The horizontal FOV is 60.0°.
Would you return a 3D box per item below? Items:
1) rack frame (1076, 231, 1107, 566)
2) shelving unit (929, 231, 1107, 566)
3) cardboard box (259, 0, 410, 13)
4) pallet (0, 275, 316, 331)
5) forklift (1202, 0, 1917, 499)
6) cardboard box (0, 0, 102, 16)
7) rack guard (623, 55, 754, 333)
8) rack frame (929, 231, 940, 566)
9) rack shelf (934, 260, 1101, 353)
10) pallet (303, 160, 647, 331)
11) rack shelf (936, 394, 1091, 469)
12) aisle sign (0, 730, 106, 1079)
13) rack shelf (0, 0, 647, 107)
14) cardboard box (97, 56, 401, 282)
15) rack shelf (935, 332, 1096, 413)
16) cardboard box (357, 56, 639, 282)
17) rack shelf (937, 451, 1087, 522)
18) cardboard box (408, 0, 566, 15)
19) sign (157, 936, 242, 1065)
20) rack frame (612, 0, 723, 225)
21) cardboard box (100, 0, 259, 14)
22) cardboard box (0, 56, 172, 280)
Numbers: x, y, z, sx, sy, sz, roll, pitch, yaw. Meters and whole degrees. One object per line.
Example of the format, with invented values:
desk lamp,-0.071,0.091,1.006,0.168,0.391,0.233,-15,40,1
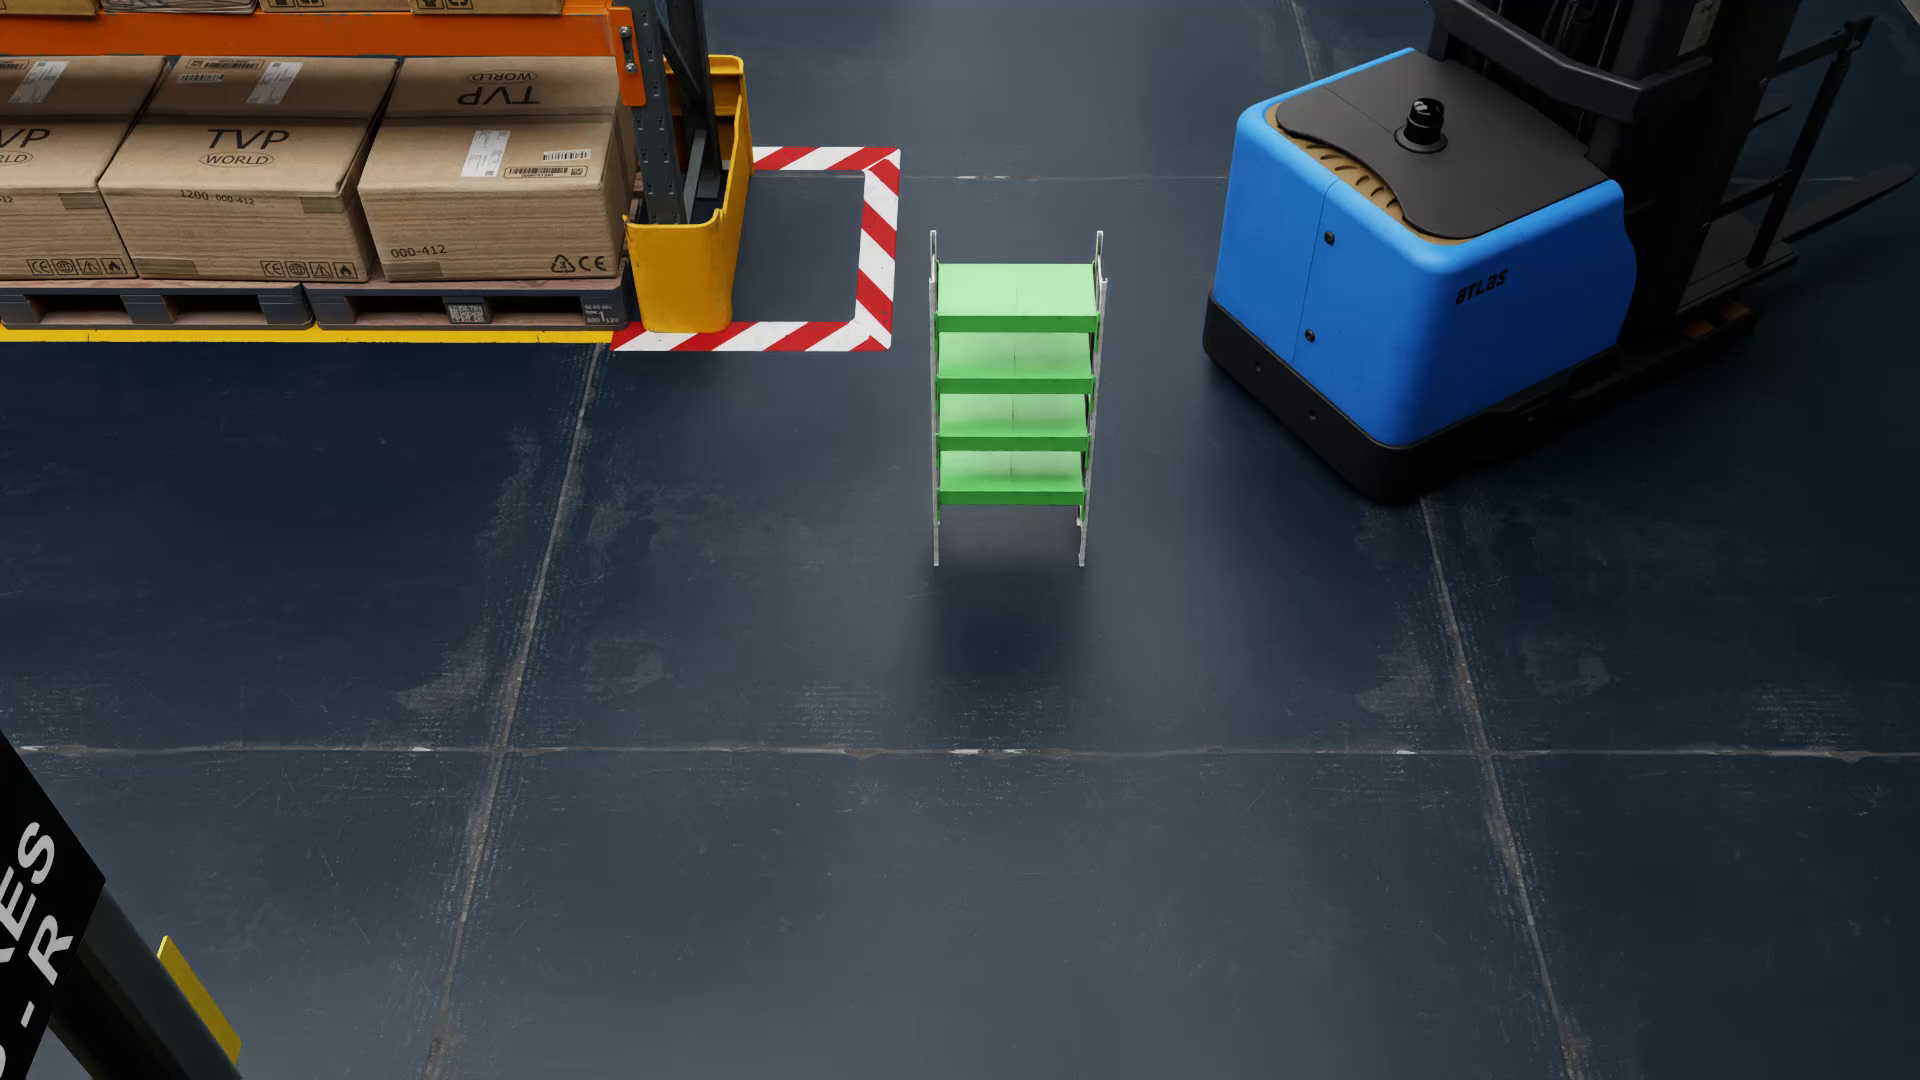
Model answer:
rack frame,0.410,-0.408,5.228,0.015,1.200,0.240,0,47,0
shelving unit,0.166,-0.408,5.228,0.503,1.200,0.258,0,47,0
cardboard box,-2.069,-2.103,5.507,0.500,0.500,0.500,-1,47,-1
pallet,-3.101,-1.249,6.686,1.213,0.211,1.003,0,47,0
forklift,2.433,-1.970,5.499,3.031,2.935,1.130,-25,52,-21
cardboard box,-3.100,-2.089,5.494,0.500,0.500,0.500,1,47,1
rack guard,-1.060,-1.397,6.626,0.348,0.500,1.175,0,47,0
rack frame,-0.078,-0.409,5.229,0.015,1.200,0.240,0,47,0
rack shelf,0.166,-0.692,4.924,0.480,0.148,0.258,0,47,0
pallet,-1.884,-1.243,6.681,1.213,0.211,1.003,0,47,0
rack shelf,0.166,-0.365,5.275,0.480,0.148,0.258,0,47,0
aisle sign,-1.029,0.284,1.578,0.004,0.787,0.394,0,47,0
rack shelf,-3.084,-2.009,5.980,4.000,0.370,1.077,0,47,0
cardboard box,-2.660,-1.444,6.426,0.875,0.438,0.875,1,47,1
rack shelf,0.166,-0.528,5.099,0.480,0.148,0.258,0,47,0
cardboard box,-1.744,-1.447,6.429,0.875,0.438,0.875,-1,47,-1
rack shelf,0.166,-0.201,5.451,0.480,0.148,0.258,0,47,0
cardboard box,-1.567,-2.090,5.496,0.500,0.500,0.500,0,47,0
sign,-1.097,0.693,2.382,0.005,0.325,0.100,0,47,0
rack frame,-1.084,-2.248,5.711,0.127,3.000,1.000,0,47,0
cardboard box,-2.584,-2.097,5.502,0.500,0.500,0.500,1,47,1
cardboard box,-3.561,-1.447,6.429,0.875,0.438,0.875,-1,47,-1
